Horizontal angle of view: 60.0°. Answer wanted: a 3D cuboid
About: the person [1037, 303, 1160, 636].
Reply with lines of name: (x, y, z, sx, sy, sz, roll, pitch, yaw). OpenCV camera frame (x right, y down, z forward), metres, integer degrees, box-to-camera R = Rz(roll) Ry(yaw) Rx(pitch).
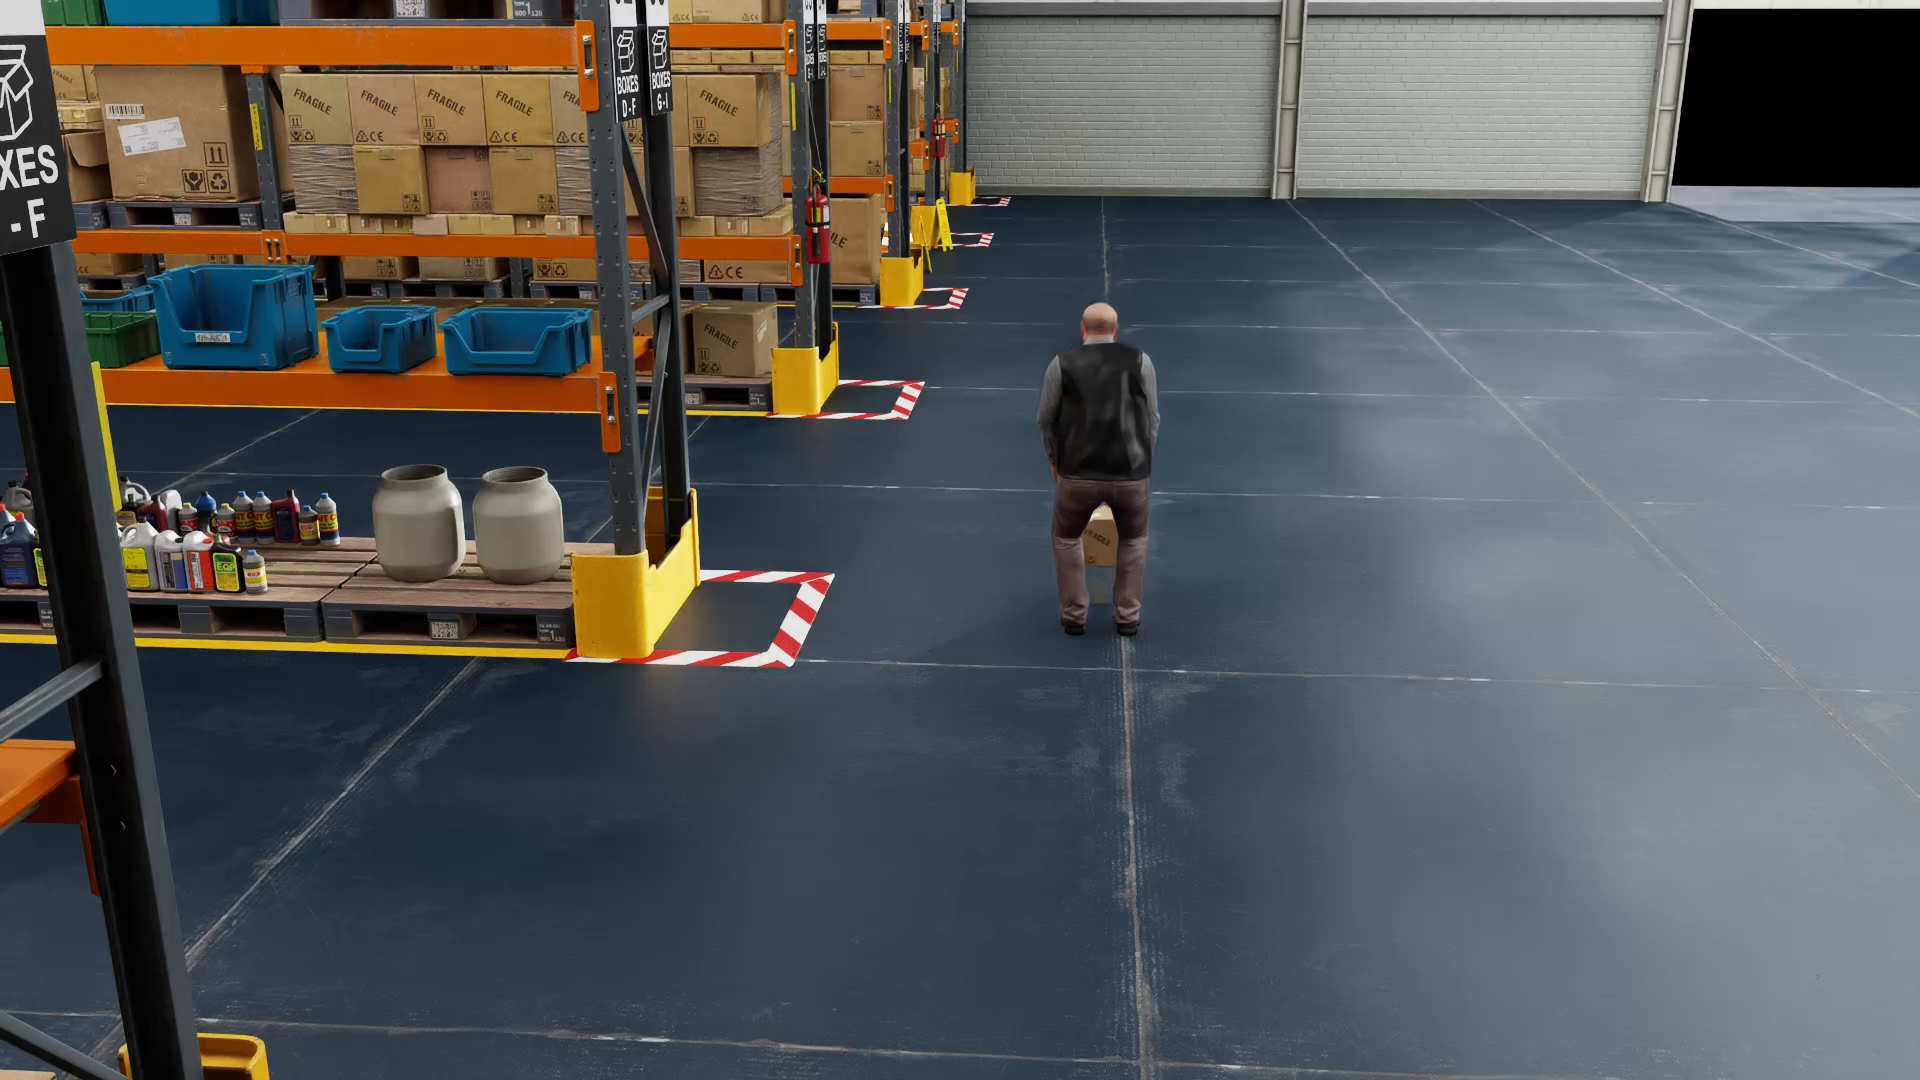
person: (0.649, -0.316, 7.896, 0.583, 1.556, 0.579, 1, 17, 5)
